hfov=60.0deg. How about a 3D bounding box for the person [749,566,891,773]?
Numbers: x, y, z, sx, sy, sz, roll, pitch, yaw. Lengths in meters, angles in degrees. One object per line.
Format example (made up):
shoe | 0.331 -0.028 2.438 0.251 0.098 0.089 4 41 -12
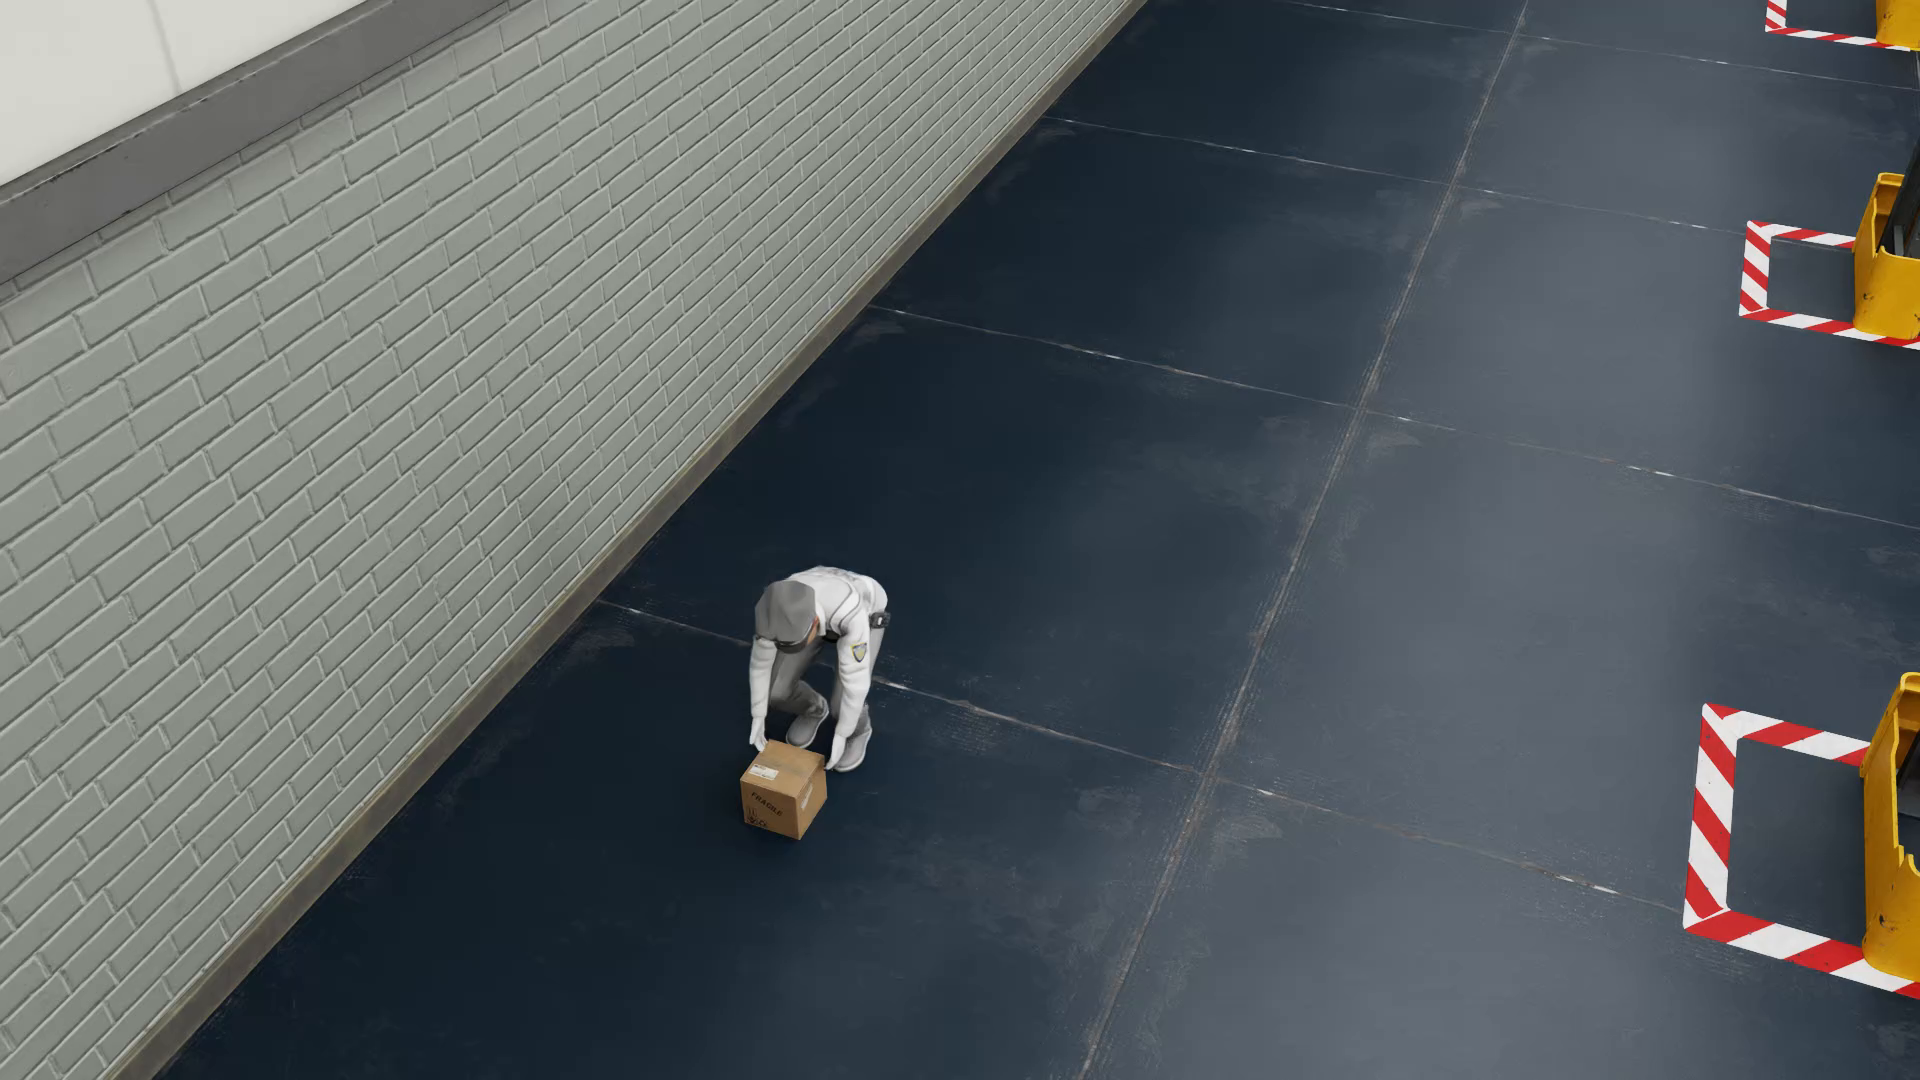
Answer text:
person | -0.544 0.475 6.672 0.510 1.098 0.819 14 40 17
